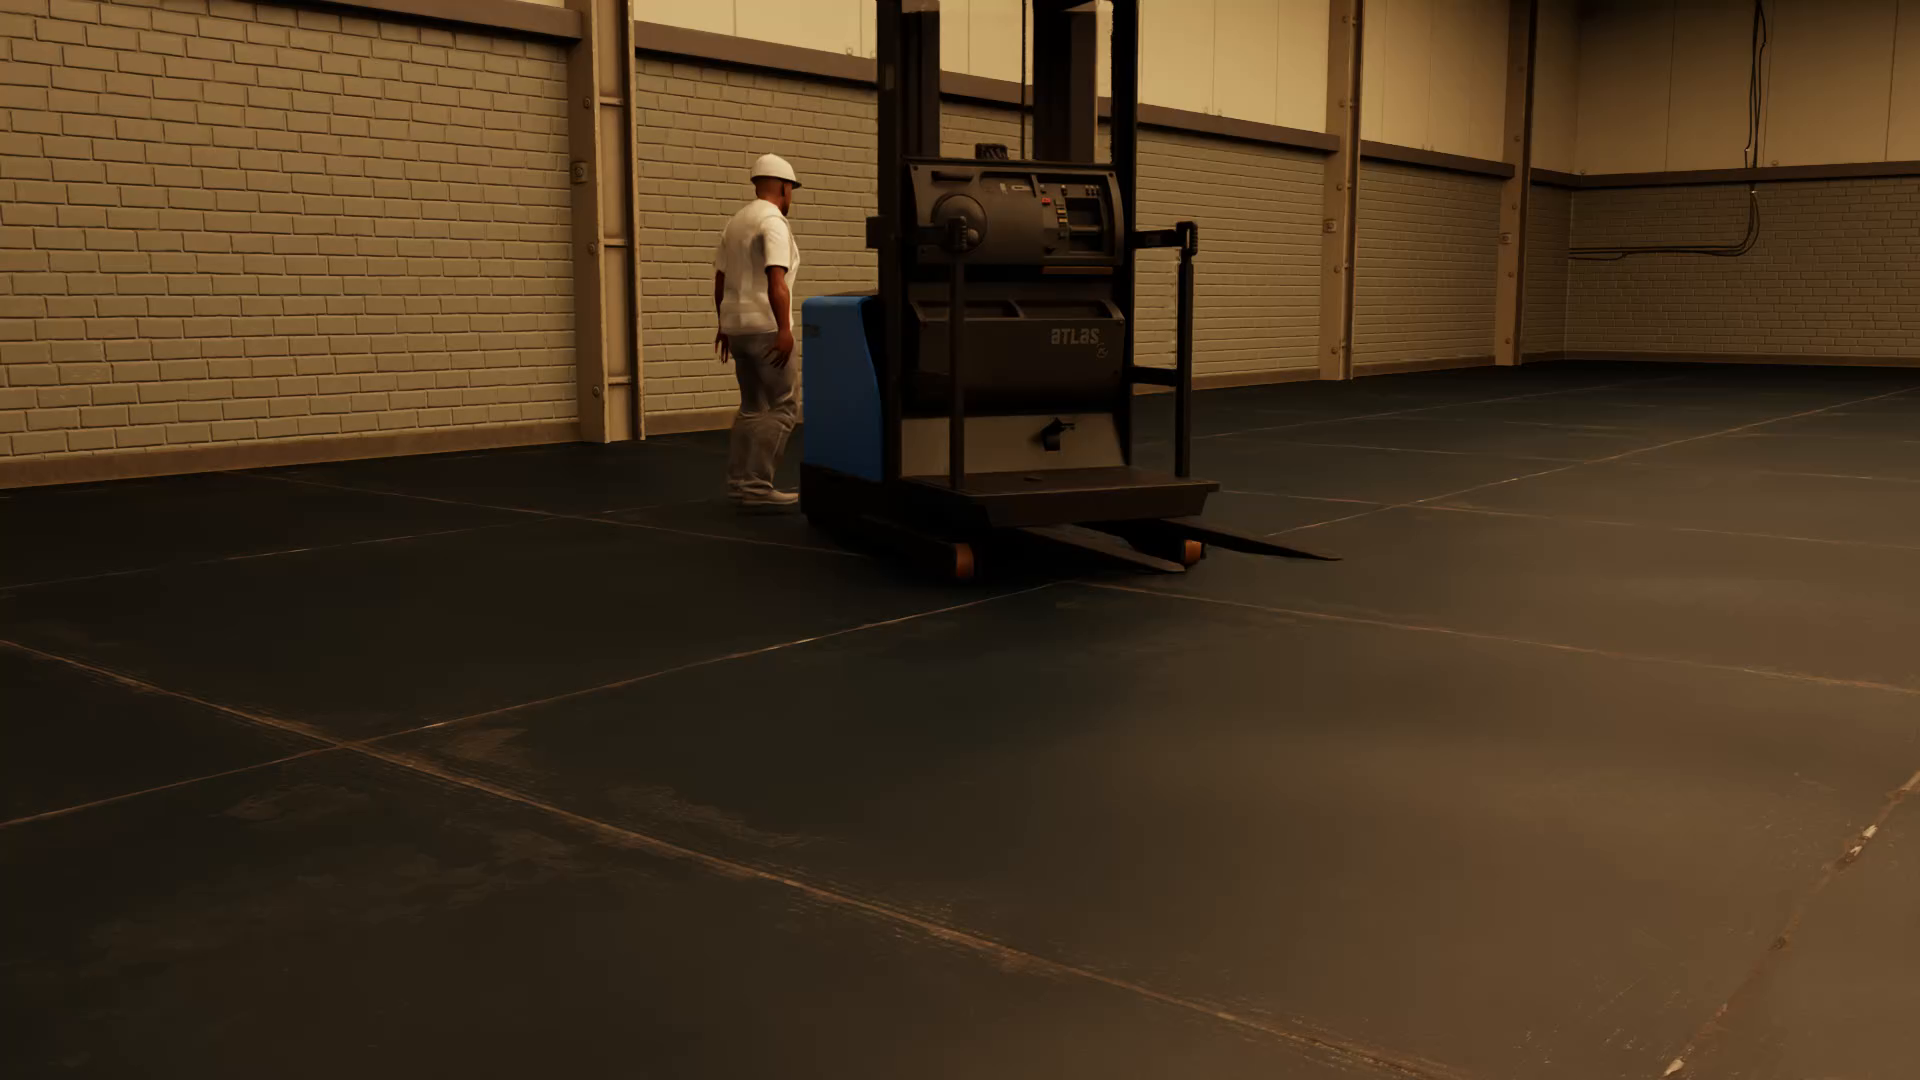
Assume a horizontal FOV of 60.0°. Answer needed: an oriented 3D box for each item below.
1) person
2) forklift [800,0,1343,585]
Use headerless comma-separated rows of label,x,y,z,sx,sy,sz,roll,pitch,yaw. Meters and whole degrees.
person,-0.970,-1.048,8.321,0.438,1.732,0.866,-6,10,-34
forklift,0.326,-1.351,6.513,1.130,2.935,3.031,-4,9,-24
